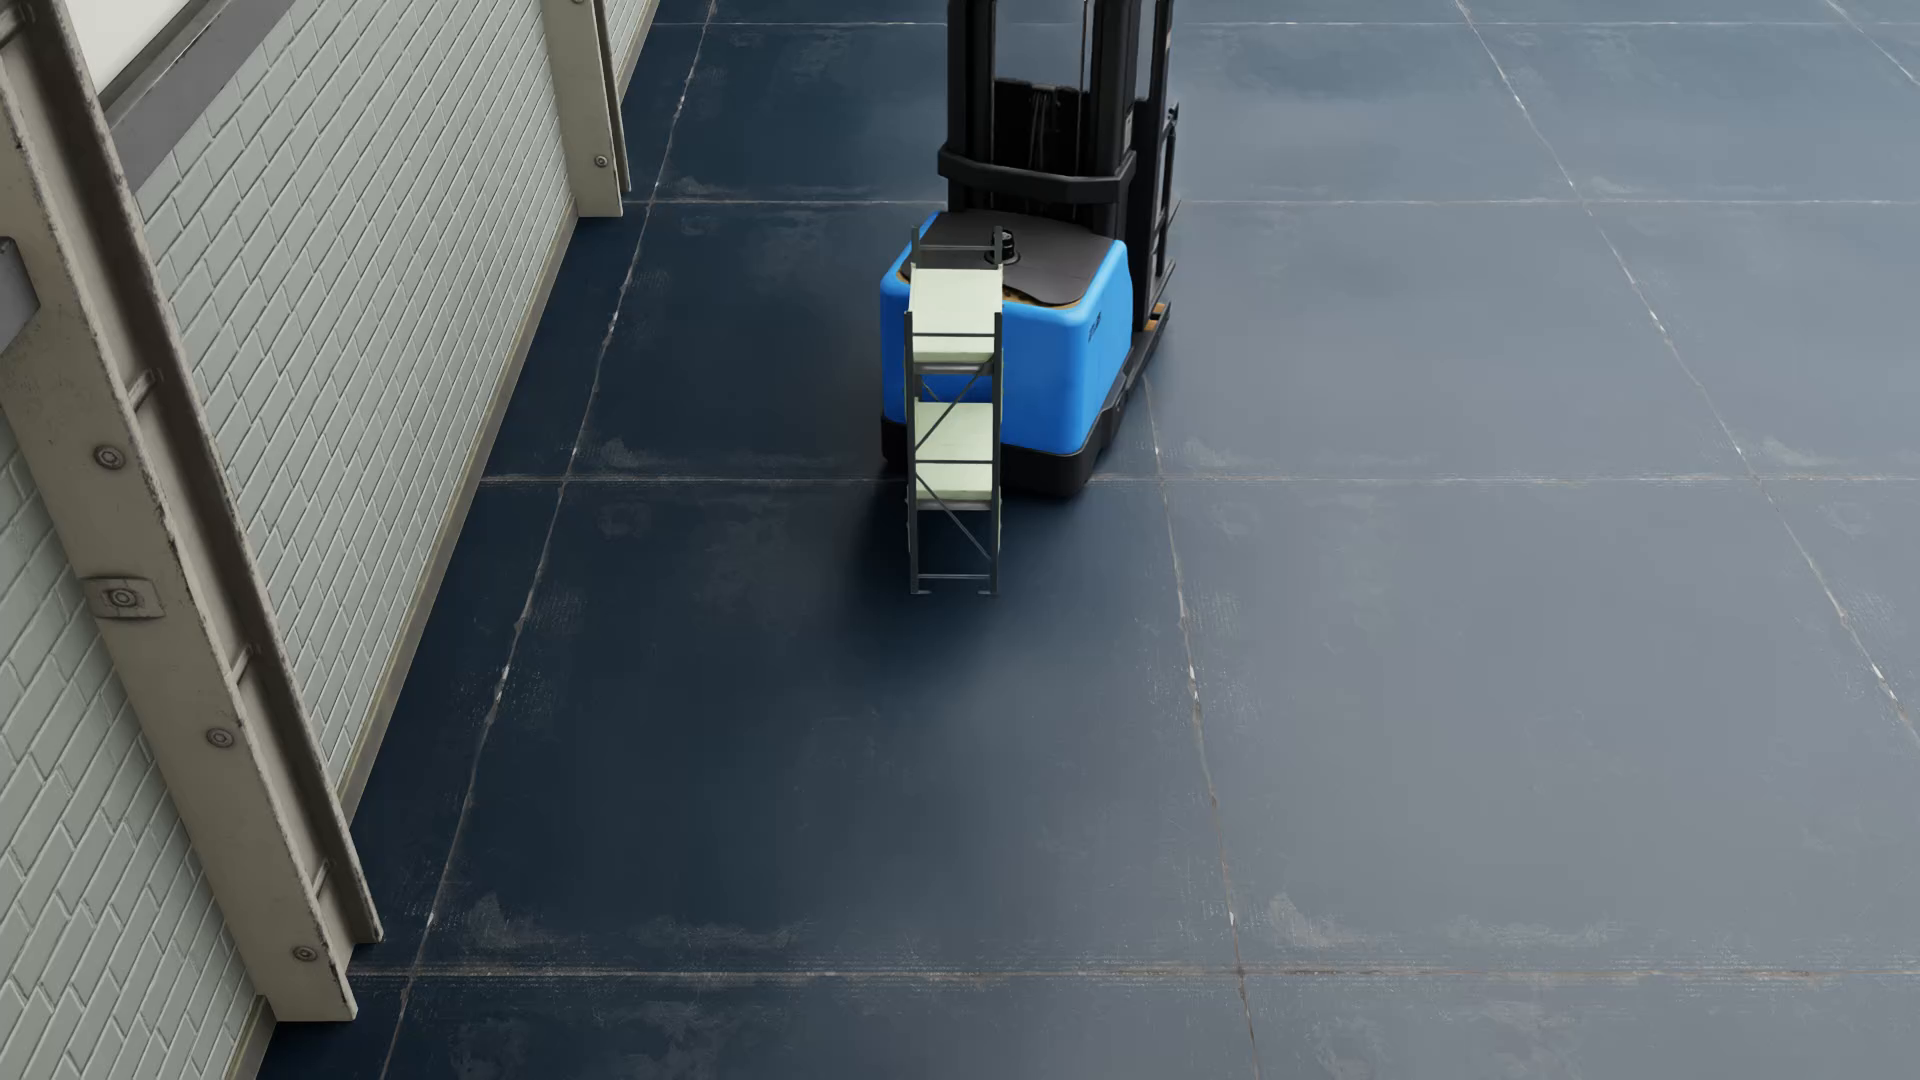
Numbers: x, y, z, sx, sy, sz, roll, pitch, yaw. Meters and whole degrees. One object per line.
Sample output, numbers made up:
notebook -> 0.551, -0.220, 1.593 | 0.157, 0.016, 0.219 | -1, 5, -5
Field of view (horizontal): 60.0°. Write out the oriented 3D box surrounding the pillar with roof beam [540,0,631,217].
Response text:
pillar with roof beam -> 2.002, -5.692, 7.902 | 9.100, 9.000, 0.400 | 0, 39, 0

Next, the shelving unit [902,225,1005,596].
shelving unit -> -0.020, -0.565, 7.501 | 0.431, 1.500, 0.755 | 1, 39, 1

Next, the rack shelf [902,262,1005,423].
rack shelf -> -0.020, -0.870, 7.257 | 0.431, 0.370, 0.720 | 1, 39, 1

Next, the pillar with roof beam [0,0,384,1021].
pillar with roof beam -> 2.009, -1.940, 3.220 | 9.100, 9.000, 0.400 | 0, 39, 0

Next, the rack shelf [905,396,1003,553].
rack shelf -> -0.020, -0.311, 7.705 | 0.431, 0.370, 0.720 | 1, 39, 1

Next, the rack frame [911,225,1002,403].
rack frame -> -0.013, -0.794, 7.787 | 0.400, 1.500, 0.023 | 1, 39, 1

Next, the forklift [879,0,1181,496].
forklift -> 0.560, -2.288, 8.507 | 1.130, 2.935, 3.031 | 12, 40, 15

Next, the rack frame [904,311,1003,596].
rack frame -> -0.027, -0.336, 7.216 | 0.400, 1.500, 0.023 | 1, 39, 1
